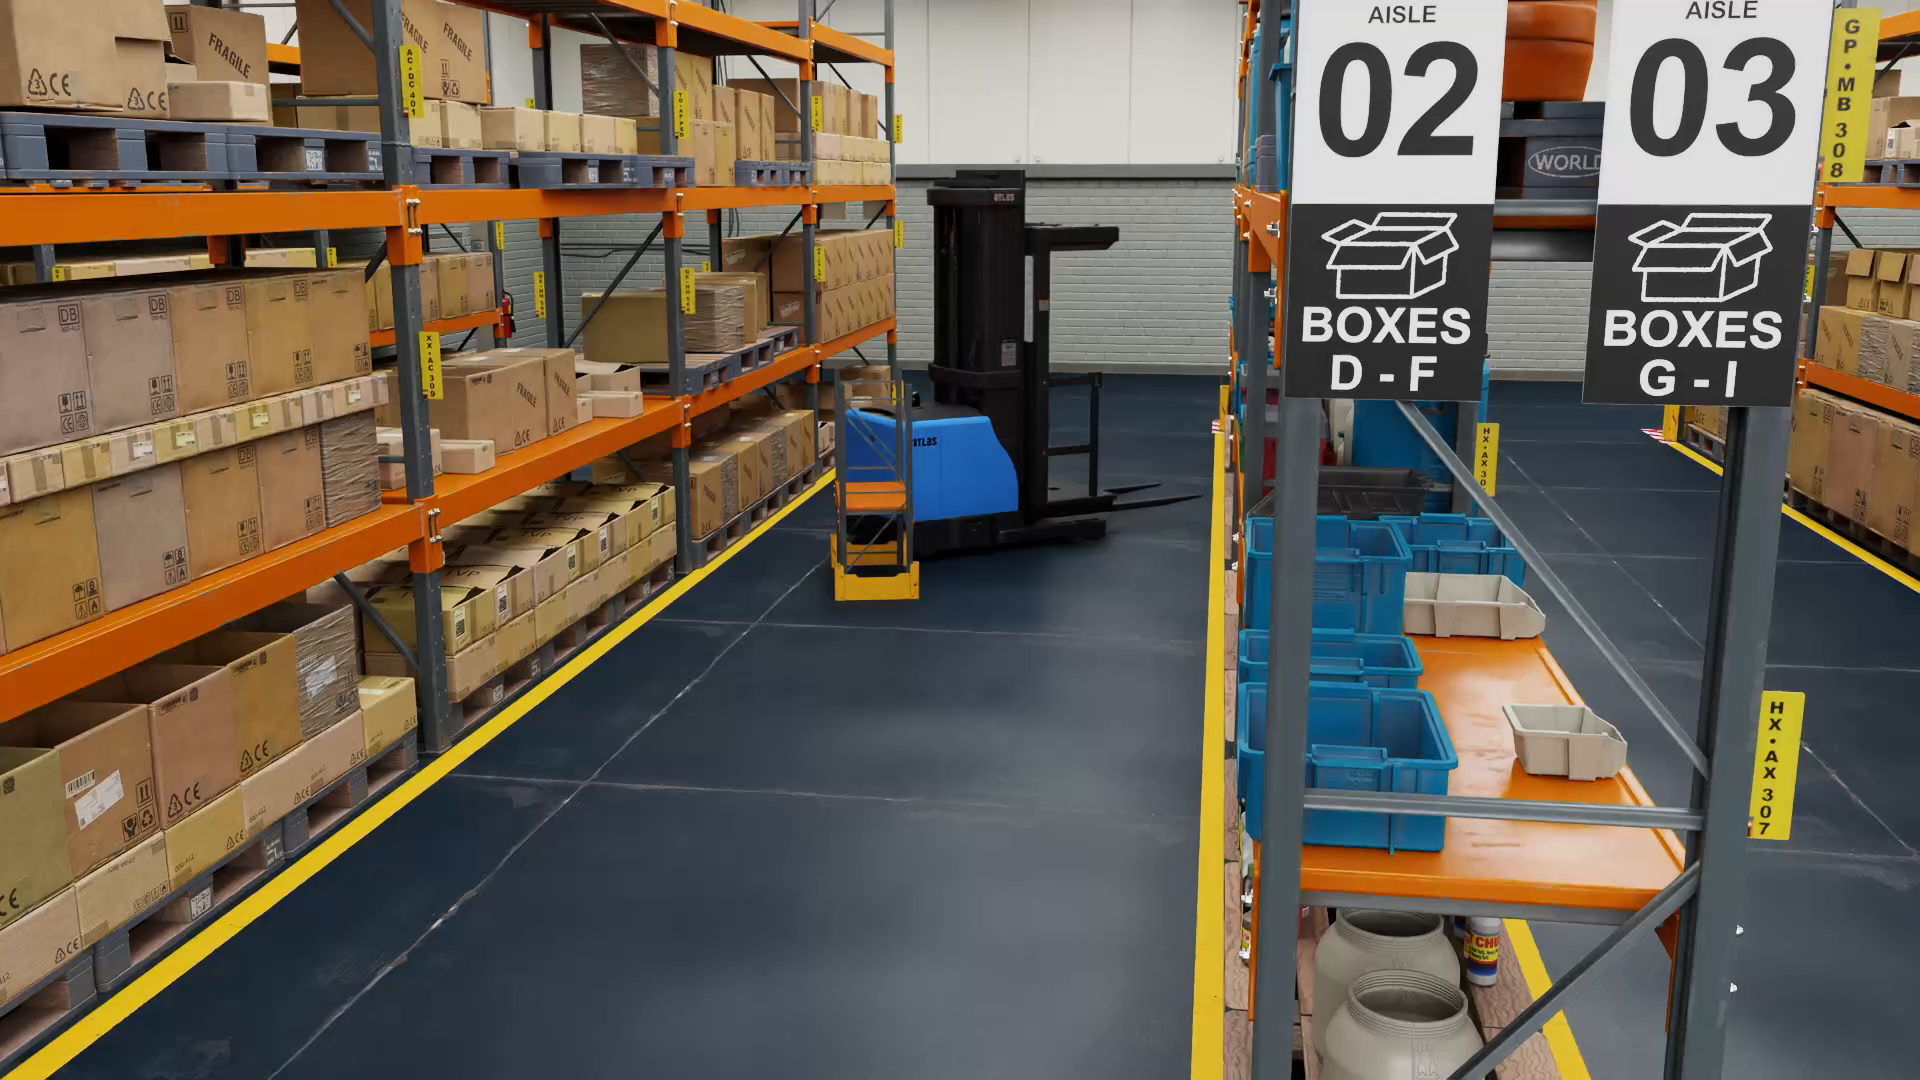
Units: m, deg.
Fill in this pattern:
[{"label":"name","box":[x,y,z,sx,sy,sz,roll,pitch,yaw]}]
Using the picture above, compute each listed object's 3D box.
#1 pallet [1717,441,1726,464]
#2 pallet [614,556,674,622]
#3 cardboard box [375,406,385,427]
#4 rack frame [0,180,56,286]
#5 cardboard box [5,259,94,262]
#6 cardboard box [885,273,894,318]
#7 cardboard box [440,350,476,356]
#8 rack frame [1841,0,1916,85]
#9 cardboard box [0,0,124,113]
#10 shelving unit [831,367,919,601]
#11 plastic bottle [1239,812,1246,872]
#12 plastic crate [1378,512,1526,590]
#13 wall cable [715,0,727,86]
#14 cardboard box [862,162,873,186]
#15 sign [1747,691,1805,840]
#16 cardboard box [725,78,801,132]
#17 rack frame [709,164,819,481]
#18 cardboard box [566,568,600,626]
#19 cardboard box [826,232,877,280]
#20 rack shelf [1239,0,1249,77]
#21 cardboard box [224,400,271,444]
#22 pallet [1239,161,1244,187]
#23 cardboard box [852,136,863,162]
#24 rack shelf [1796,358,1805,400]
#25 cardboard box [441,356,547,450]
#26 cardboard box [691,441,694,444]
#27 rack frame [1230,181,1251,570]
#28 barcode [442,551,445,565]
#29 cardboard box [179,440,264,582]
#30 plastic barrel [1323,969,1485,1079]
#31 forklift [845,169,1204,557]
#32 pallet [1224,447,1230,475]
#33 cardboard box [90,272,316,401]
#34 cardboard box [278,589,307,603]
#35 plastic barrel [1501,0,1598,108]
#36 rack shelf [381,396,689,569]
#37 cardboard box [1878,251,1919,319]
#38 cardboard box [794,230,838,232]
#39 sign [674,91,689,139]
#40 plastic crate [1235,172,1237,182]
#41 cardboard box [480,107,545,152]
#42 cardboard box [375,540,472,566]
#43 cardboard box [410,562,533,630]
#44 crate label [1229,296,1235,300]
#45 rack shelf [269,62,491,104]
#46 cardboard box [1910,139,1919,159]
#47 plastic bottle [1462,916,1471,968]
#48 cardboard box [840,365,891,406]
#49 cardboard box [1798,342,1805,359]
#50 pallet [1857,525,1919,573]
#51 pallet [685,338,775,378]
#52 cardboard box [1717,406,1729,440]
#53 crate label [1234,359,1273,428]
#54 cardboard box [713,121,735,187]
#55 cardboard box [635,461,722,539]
[{"label":"pallet","box":[8.287,-0.792,16.667,1.003,0.211,1.213,2,12,9]},{"label":"pallet","box":[-2.661,0.300,11.603,1.003,0.211,1.213,2,12,9]},{"label":"cardboard box","box":[-6.559,-1.362,17.629,0.700,0.500,0.500,2,12,9]},{"label":"rack frame","box":[-7.391,-1.393,12.839,1.000,3.000,0.127,2,12,9]},{"label":"cardboard box","box":[-7.494,-2.175,13.693,0.500,0.250,0.500,1,12,7]},{"label":"cardboard box","box":[-1.065,-2.846,19.341,0.500,0.500,0.500,2,12,10]},{"label":"cardboard box","box":[-6.009,-2.178,19.875,0.380,0.149,0.250,2,12,8]},{"label":"rack frame","box":[7.908,-4.677,13.837,1.000,3.000,0.127,2,12,9]},{"label":"cardboard box","box":[-3.200,-1.694,5.548,0.500,0.500,0.500,2,12,9]},{"label":"shelving unit","box":[-0.629,-0.430,11.930,0.587,1.500,1.083,-1,12,-6]},{"label":"plastic bottle","box":[1.155,1.122,6.409,0.144,0.351,0.185,2,12,8]},{"label":"plastic crate","box":[1.881,0.072,6.392,0.499,0.251,0.616,2,12,9]},{"label":"wall cable","box":[-2.264,-8.021,24.733,3.097,2.526,0.112,2,12,9]},{"label":"cardboard box","box":[-1.235,-3.968,18.023,0.500,0.250,0.500,2,12,9]},{"label":"sign","box":[1.711,0.476,3.506,0.100,0.325,0.005,2,12,9]},{"label":"cardboard box","box":[-1.843,-4.173,16.005,0.700,0.500,0.500,2,12,9]},{"label":"rack frame","box":[-1.880,-2.066,15.962,1.000,3.000,0.127,2,12,9]},{"label":"cardboard box","box":[-2.568,0.342,10.318,0.500,0.250,0.500,2,12,10]},{"label":"cardboard box","box":[-1.214,-3.122,18.249,0.500,0.500,0.500,2,12,10]},{"label":"rack shelf","box":[2.706,-3.874,12.768,1.077,0.370,4.000,2,12,9]},{"label":"cardboard box","box":[-3.099,-0.492,6.878,0.380,0.149,0.250,2,12,8]},{"label":"pallet","box":[2.990,-3.113,14.146,1.213,0.211,1.003,2,12,9]},{"label":"cardboard box","box":[-1.320,-4.109,17.489,0.500,0.250,0.500,2,12,9]},{"label":"rack shelf","box":[8.215,-1.809,16.477,1.077,0.370,4.000,2,12,9]},{"label":"cardboard box","box":[-2.818,-0.823,9.956,0.500,0.500,0.500,2,12,9]},{"label":"cardboard box","box":[-2.504,-0.537,13.754,0.500,0.500,0.500,1,12,7]},{"label":"rack frame","box":[2.398,-1.072,11.350,1.000,3.000,0.127,2,12,9]},{"label":"barcode","box":[-2.660,0.097,8.534,0.001,0.075,0.075,2,12,9]},{"label":"cardboard box","box":[-3.328,-0.143,6.800,0.700,0.500,0.500,2,12,9]},{"label":"plastic barrel","box":[1.194,1.464,4.487,0.421,0.512,0.421,0,12,0]},{"label":"forklift","box":[0.605,-1.502,13.506,3.031,2.935,1.130,-7,14,-29]},{"label":"pallet","box":[3.088,-0.696,16.223,1.003,0.211,1.213,2,12,9]},{"label":"cardboard box","box":[-3.249,-0.886,7.169,0.700,0.500,0.500,2,12,9]},{"label":"cardboard box","box":[-3.491,0.458,8.000,0.500,0.500,0.500,2,12,9]},{"label":"plastic barrel","box":[1.117,-1.394,3.705,0.600,0.830,0.708,2,12,9]},{"label":"rack shelf","box":[-2.803,-0.466,10.242,1.077,0.370,4.000,2,12,9]},{"label":"cardboard box","box":[7.701,-2.008,13.073,0.797,0.503,0.637,2,12,9]},{"label":"cardboard box","box":[-1.667,-3.244,18.815,0.500,0.500,0.500,2,12,9]},{"label":"sign","box":[-1.948,-2.972,11.628,0.100,0.325,0.005,2,12,9]},{"label":"plastic crate","box":[2.833,-3.520,16.211,0.293,0.136,0.466,2,12,9]},{"label":"cardboard box","box":[-2.756,-2.395,9.728,0.500,0.250,0.500,1,12,4]},{"label":"cardboard box","box":[-3.179,0.158,9.840,0.500,0.311,0.500,2,12,8]},{"label":"cardboard box","box":[-2.719,0.282,9.265,0.500,0.311,0.500,2,12,8]},{"label":"crate label","box":[3.266,-2.645,18.900,0.416,0.233,0.303,2,12,9]},{"label":"rack shelf","box":[-6.468,-5.028,18.121,1.077,0.370,4.000,2,12,9]},{"label":"cardboard box","box":[7.530,-2.988,12.719,0.380,0.149,0.250,1,12,6]},{"label":"plastic bottle","box":[1.771,1.357,5.675,0.097,0.201,0.097,0,12,0]},{"label":"cardboard box","box":[-1.105,-1.771,19.480,0.500,0.500,0.500,2,12,9]},{"label":"cardboard box","box":[7.631,-1.696,14.839,0.380,0.149,0.250,2,12,9]},{"label":"pallet","box":[7.678,0.036,12.824,1.003,0.211,1.213,2,12,9]},{"label":"pallet","box":[-2.201,-1.545,13.998,1.003,0.211,1.213,2,12,9]},{"label":"cardboard box","box":[8.364,-1.419,17.003,0.875,0.875,0.875,2,12,9]},{"label":"crate label","box":[1.978,-0.892,10.427,0.502,0.435,0.616,2,12,9]},{"label":"cardboard box","box":[-2.303,-3.055,13.193,0.910,0.500,0.500,2,12,9]},{"label":"cardboard box","box":[-2.143,-0.312,12.712,0.500,0.500,0.500,2,12,11]}]
